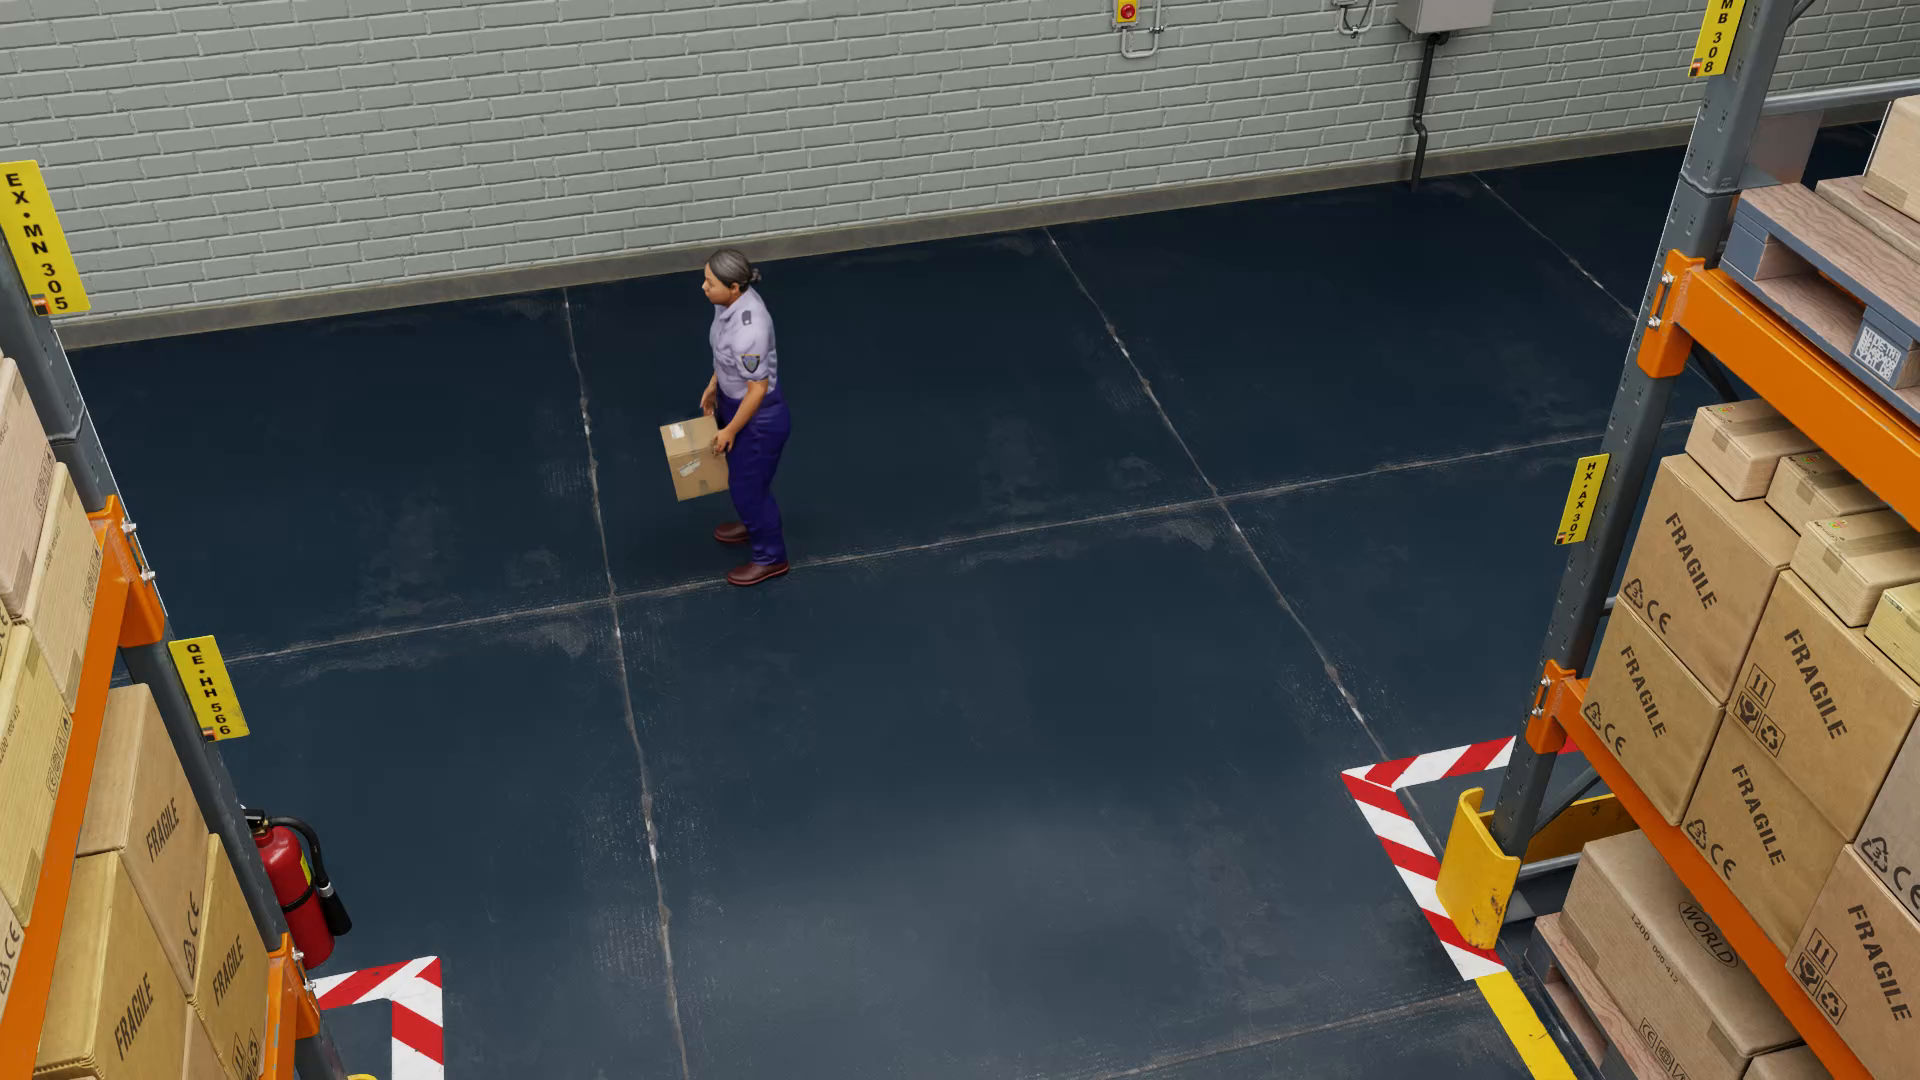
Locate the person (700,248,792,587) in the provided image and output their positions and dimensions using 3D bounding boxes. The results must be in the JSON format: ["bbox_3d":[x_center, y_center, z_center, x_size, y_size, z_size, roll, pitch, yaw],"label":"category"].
[{"bbox_3d":[-0.957,-0.571,7.436,0.372,1.656,0.519,-10,40,-13],"label":"person"}]
